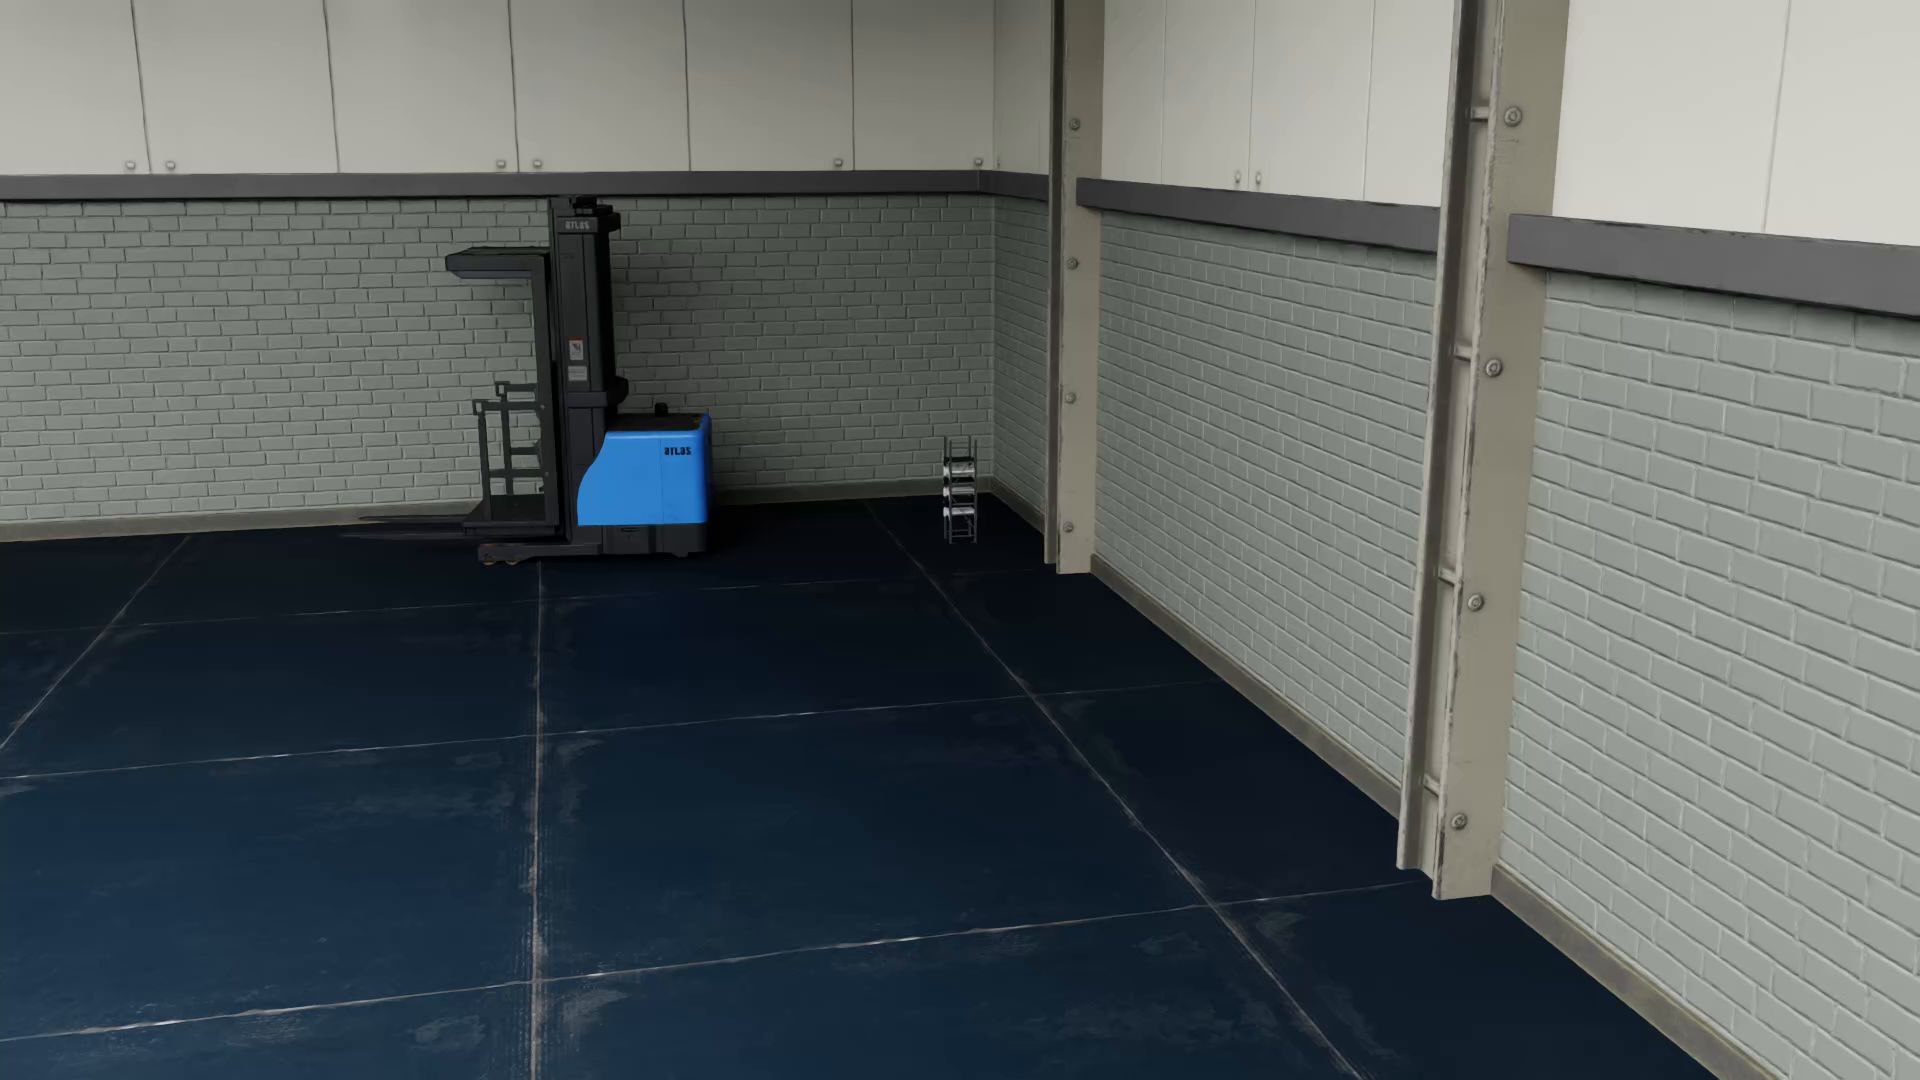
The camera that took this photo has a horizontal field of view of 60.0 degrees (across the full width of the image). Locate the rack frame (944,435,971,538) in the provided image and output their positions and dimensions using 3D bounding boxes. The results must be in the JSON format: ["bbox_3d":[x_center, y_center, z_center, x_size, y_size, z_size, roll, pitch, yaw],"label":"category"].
[{"bbox_3d":[-0.022,-0.459,14.409,0.240,0.900,0.006,-3,14,-13],"label":"rack frame"}]

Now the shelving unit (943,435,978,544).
[{"bbox_3d":[0.002,-0.435,14.313,0.258,0.900,0.210,-3,14,-13],"label":"shelving unit"}]

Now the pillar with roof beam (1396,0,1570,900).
[{"bbox_3d":[-1.888,-2.529,5.816,9.100,9.000,0.400,-3,14,-13],"label":"pillar with roof beam"}]

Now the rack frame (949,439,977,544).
[{"bbox_3d":[0.026,-0.412,14.217,0.240,0.900,0.006,-3,14,-13],"label":"rack frame"}]

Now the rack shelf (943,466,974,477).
[{"bbox_3d":[0.002,-0.578,14.278,0.258,0.077,0.200,-3,14,-13],"label":"rack shelf"}]

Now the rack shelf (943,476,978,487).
[{"bbox_3d":[0.002,-0.490,14.299,0.258,0.077,0.200,-3,14,-13],"label":"rack shelf"}]

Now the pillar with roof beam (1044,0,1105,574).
[{"bbox_3d":[-3.297,-3.913,11.482,9.100,9.000,0.400,-3,14,-13],"label":"pillar with roof beam"}]

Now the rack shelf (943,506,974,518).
[{"bbox_3d":[0.002,-0.228,14.363,0.258,0.077,0.200,-3,14,-13],"label":"rack shelf"}]

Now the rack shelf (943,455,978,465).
[{"bbox_3d":[0.002,-0.665,14.256,0.258,0.077,0.200,-3,14,-13],"label":"rack shelf"}]

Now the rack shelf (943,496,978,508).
[{"bbox_3d":[0.002,-0.315,14.342,0.258,0.077,0.200,-3,14,-13],"label":"rack shelf"}]

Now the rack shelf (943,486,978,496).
[{"bbox_3d":[0.002,-0.403,14.320,0.258,0.077,0.200,-3,14,-13],"label":"rack shelf"}]

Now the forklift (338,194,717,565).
[{"bbox_3d":[-3.617,-1.351,13.781,3.031,2.935,1.130,-1,14,-5],"label":"forklift"}]
